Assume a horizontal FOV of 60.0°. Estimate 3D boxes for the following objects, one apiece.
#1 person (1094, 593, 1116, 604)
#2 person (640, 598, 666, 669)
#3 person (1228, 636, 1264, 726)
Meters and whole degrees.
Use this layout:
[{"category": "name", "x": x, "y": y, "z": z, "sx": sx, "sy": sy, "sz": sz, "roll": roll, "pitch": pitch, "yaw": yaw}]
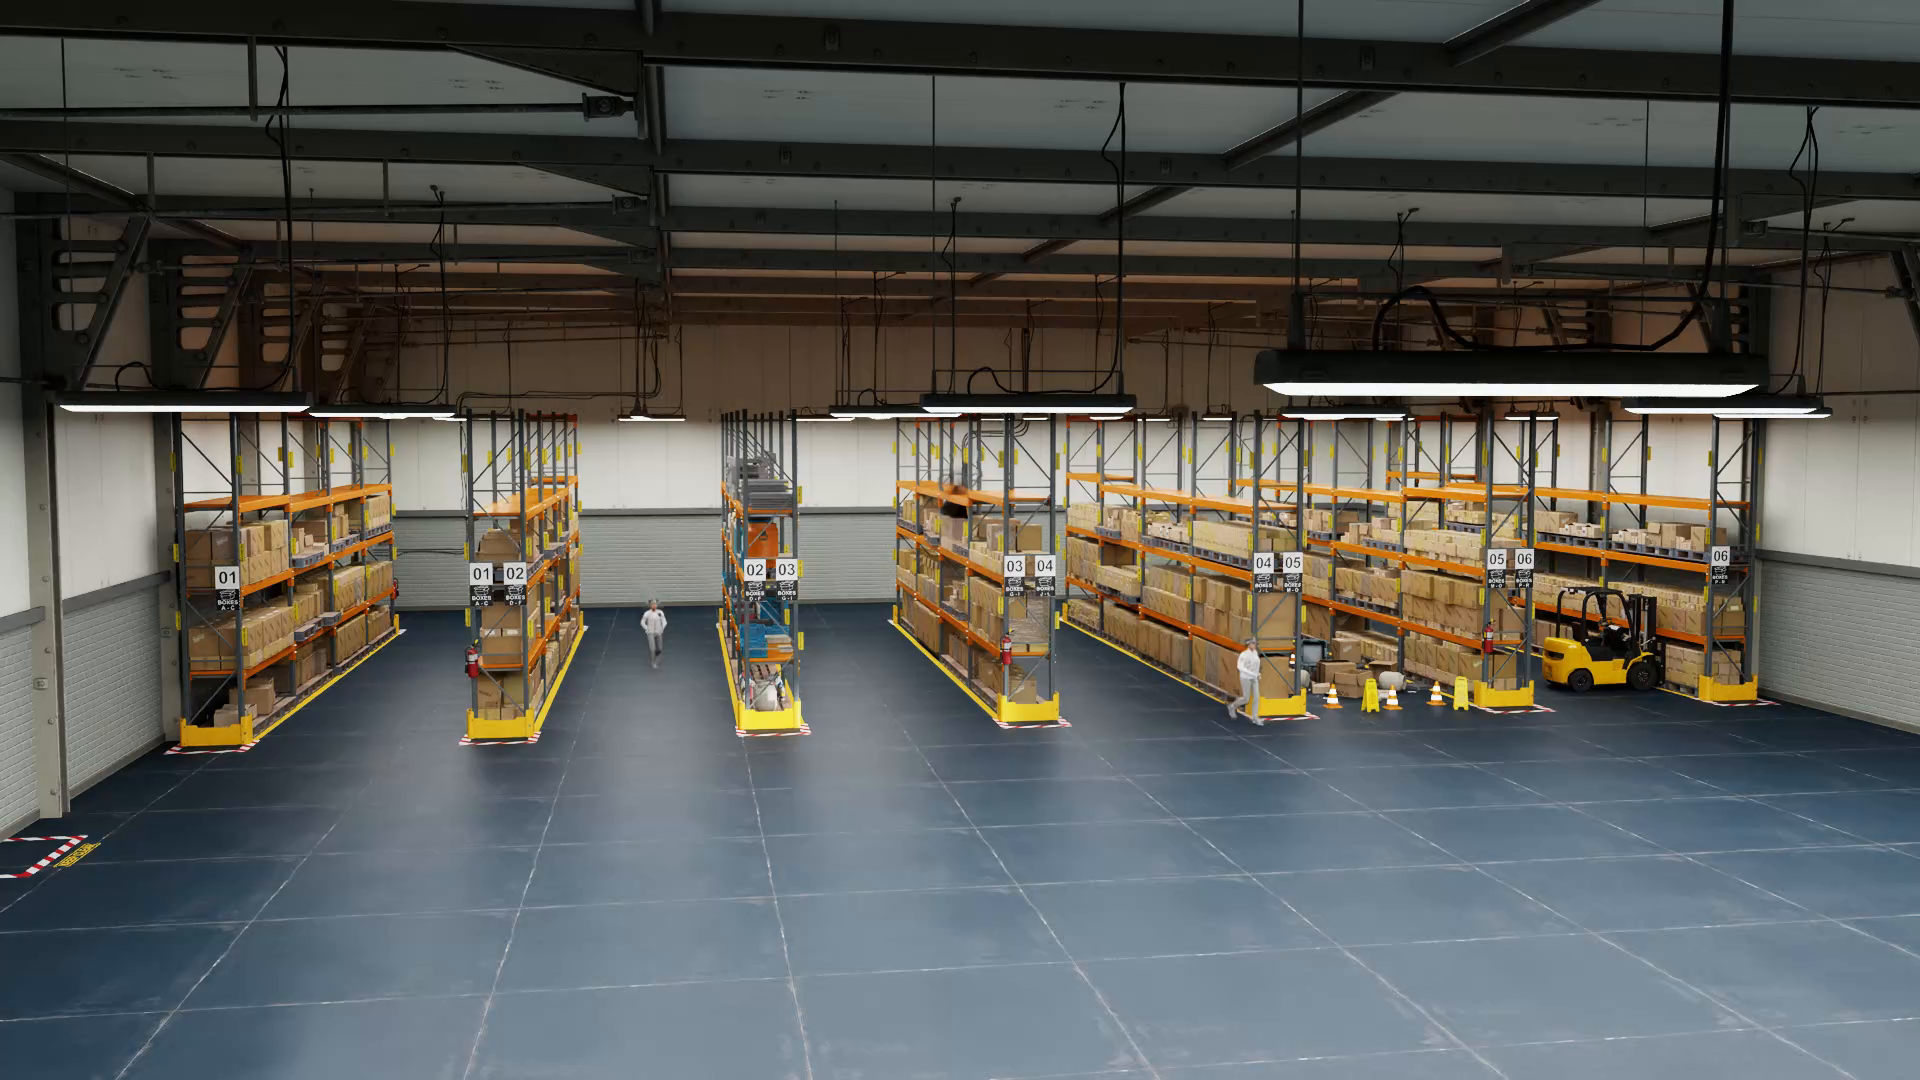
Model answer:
[{"category": "person", "x": 4.235, "y": 1.384, "z": 49.844, "sx": 0.834, "sy": 1.721, "sz": 0.760, "roll": 4, "pitch": 5, "yaw": 43}, {"category": "person", "x": -7.171, "y": 2.179, "z": 38.975, "sx": 0.613, "sy": 1.646, "sz": 0.559, "roll": -1, "pitch": 4, "yaw": -20}, {"category": "person", "x": 5.499, "y": 2.666, "z": 31.817, "sx": 0.802, "sy": 1.699, "sz": 0.656, "roll": 4, "pitch": 5, "yaw": 43}]
